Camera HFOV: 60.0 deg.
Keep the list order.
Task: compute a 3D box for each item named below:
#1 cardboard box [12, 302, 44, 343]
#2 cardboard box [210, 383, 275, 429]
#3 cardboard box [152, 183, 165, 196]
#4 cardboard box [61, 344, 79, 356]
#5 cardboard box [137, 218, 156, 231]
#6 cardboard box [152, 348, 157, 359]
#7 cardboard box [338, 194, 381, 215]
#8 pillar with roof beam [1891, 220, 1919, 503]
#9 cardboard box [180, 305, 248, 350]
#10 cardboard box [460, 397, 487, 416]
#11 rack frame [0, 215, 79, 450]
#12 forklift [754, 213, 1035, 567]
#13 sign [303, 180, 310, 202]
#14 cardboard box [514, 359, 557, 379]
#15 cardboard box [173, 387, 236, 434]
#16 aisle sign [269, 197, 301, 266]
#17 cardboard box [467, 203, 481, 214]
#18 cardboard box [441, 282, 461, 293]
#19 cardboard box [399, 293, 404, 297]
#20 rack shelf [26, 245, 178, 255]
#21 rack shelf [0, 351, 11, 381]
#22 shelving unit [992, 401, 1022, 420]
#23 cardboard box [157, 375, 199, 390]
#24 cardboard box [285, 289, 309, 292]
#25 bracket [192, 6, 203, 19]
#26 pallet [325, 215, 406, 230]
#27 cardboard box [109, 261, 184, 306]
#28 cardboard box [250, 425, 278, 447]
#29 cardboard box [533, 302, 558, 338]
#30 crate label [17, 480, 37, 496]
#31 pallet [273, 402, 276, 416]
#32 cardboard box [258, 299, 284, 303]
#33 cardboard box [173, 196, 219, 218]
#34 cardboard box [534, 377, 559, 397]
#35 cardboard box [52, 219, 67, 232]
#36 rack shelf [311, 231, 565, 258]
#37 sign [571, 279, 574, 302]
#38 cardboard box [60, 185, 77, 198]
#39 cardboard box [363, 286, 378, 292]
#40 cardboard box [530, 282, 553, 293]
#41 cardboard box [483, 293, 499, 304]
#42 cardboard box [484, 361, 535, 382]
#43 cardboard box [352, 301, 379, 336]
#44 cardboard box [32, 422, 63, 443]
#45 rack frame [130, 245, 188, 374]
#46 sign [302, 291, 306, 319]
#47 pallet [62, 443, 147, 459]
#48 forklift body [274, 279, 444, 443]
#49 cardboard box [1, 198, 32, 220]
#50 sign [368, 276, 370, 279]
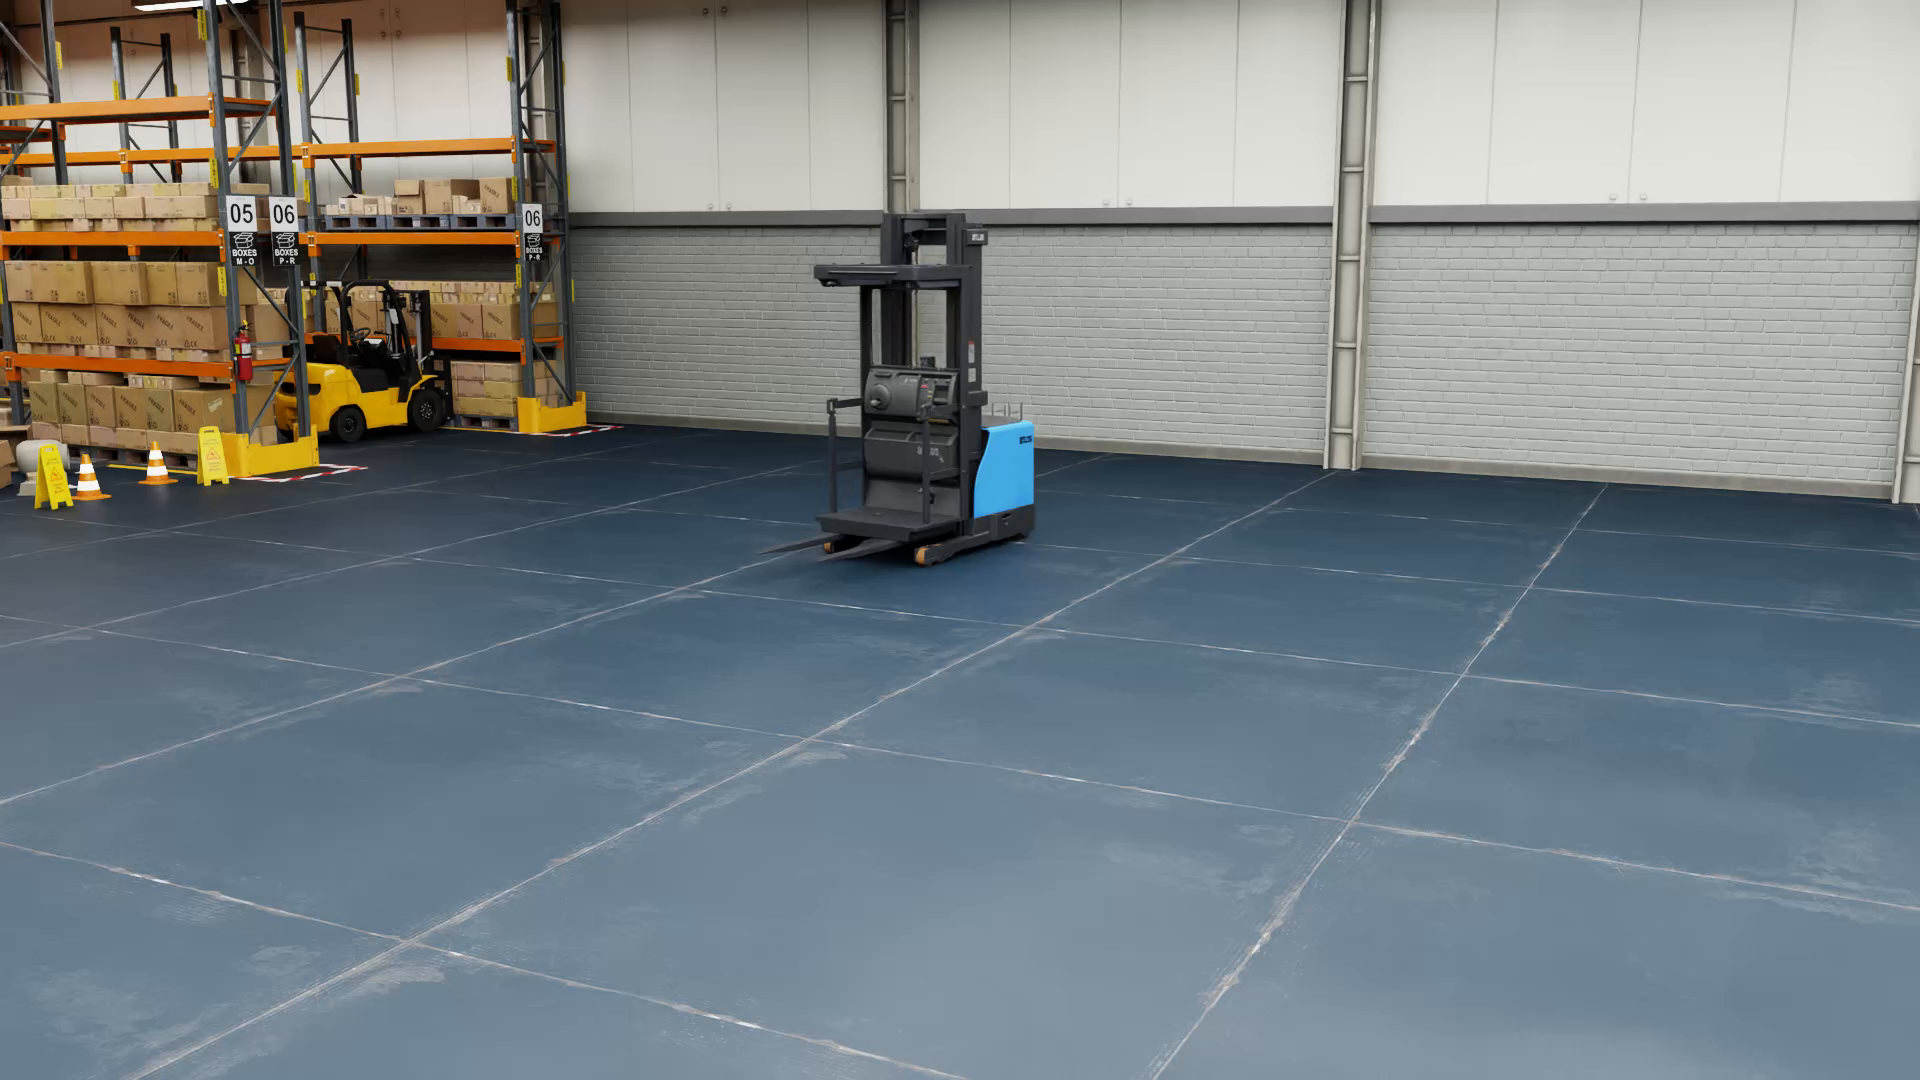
[{"bbox_3d":[-11.437,-2.731,20.783,0.500,0.500,0.500,5,11,26],"label":"cardboard box"},{"bbox_3d":[-8.743,-1.632,20.260,0.500,0.500,0.500,5,11,24],"label":"cardboard box"},{"bbox_3d":[-9.211,-4.096,19.482,0.250,0.149,0.380,5,11,26],"label":"cardboard box"},{"bbox_3d":[-10.860,-2.363,20.567,0.250,0.149,0.380,5,12,28],"label":"cardboard box"},{"bbox_3d":[-9.468,-3.719,19.639,0.250,0.149,0.380,5,11,25],"label":"cardboard box"},{"bbox_3d":[-9.459,-2.255,19.975,0.250,0.149,0.380,5,11,27],"label":"cardboard box"},{"bbox_3d":[-8.877,-4.991,24.755,0.500,0.311,0.500,5,12,27],"label":"cardboard box"},{"bbox_3d":[8.084,-4.138,12.824,0.400,9.000,9.100,5,11,26],"label":"pillar with roof beam"},{"bbox_3d":[-8.729,-2.494,19.472,0.500,0.500,0.500,5,11,25],"label":"cardboard box"},{"bbox_3d":[-6.931,-1.974,24.254,0.500,0.250,0.500,5,11,26],"label":"cardboard box"},{"bbox_3d":[-11.708,-2.615,21.256,0.127,3.000,1.000,5,11,26],"label":"rack frame"},{"bbox_3d":[-0.545,-1.313,14.257,1.130,2.935,3.031,7,12,33],"label":"forklift"},{"bbox_3d":[-9.746,-5.206,24.813,0.005,0.325,0.100,5,11,26],"label":"sign"},{"bbox_3d":[-6.275,-2.506,24.391,0.500,0.250,0.500,5,11,25],"label":"cardboard box"},{"bbox_3d":[-8.955,-1.544,19.774,0.500,0.500,0.500,5,11,26],"label":"cardboard box"},{"bbox_3d":[-7.928,-3.624,19.529,0.004,0.787,0.394,5,11,26],"label":"aisle sign"},{"bbox_3d":[-6.805,-4.718,23.698,0.250,0.149,0.380,5,11,24],"label":"cardboard box"},{"bbox_3d":[-7.297,-3.667,24.132,0.250,0.149,0.380,5,12,27],"label":"cardboard box"},{"bbox_3d":[-8.210,-3.604,24.617,0.250,0.149,0.380,5,11,24],"label":"cardboard box"},{"bbox_3d":[-14.896,-5.003,28.047,4.000,0.370,1.077,5,11,26],"label":"rack shelf"},{"bbox_3d":[-13.502,-2.419,22.191,4.000,0.370,1.077,5,11,26],"label":"rack shelf"},{"bbox_3d":[0.443,-0.699,15.724,0.189,1.200,0.258,6,12,32],"label":"shelving unit"},{"bbox_3d":[-9.314,-1.881,19.816,0.250,0.149,0.380,5,12,27],"label":"cardboard box"},{"bbox_3d":[-10.159,-3.785,25.620,0.250,0.149,0.380,5,11,25],"label":"cardboard box"},{"bbox_3d":[-12.063,-8.464,26.620,0.430,0.232,0.235,5,11,26],"label":"bracket"},{"bbox_3d":[-8.739,-4.777,25.030,1.213,0.211,1.003,5,11,26],"label":"pallet"},{"bbox_3d":[-9.629,-3.058,19.778,0.500,0.500,0.700,5,11,25],"label":"cardboard box"},{"bbox_3d":[-8.722,-1.261,20.317,0.500,0.250,0.500,5,11,25],"label":"cardboard box"},{"bbox_3d":[-6.249,-3.225,24.348,0.500,0.500,0.500,5,12,28],"label":"cardboard box"},{"bbox_3d":[-9.996,-0.567,17.978,0.298,0.136,0.250,-1,10,-4],"label":"crate label"},{"bbox_3d":[-10.193,-2.088,26.172,1.213,0.211,1.003,5,11,26],"label":"pallet"},{"bbox_3d":[-10.533,-3.617,25.812,0.500,0.250,0.500,5,11,24],"label":"cardboard box"},{"bbox_3d":[-8.699,-3.846,19.219,0.500,0.250,0.500,5,11,25],"label":"cardboard box"},{"bbox_3d":[-6.258,-2.263,24.447,0.500,0.250,0.500,5,12,27],"label":"cardboard box"},{"bbox_3d":[-10.849,-3.846,20.341,0.250,0.149,0.380,5,12,28],"label":"cardboard box"},{"bbox_3d":[-7.721,-4.372,24.564,4.000,0.370,1.077,5,11,26],"label":"rack shelf"},{"bbox_3d":[-5.677,-3.646,24.299,0.005,0.325,0.100,5,11,26],"label":"sign"},{"bbox_3d":[-10.622,-4.208,20.103,0.250,0.149,0.380,5,11,24],"label":"cardboard box"},{"bbox_3d":[-8.668,-3.789,24.804,0.250,0.149,0.380,5,12,27],"label":"cardboard box"},{"bbox_3d":[-6.135,-3.668,24.138,0.250,0.149,0.380,5,11,25],"label":"cardboard box"},{"bbox_3d":[-6.605,-3.459,23.818,0.250,0.149,0.380,5,12,27],"label":"cardboard box"},{"bbox_3d":[-6.479,-2.425,23.940,0.500,0.250,0.500,5,12,28],"label":"cardboard box"},{"bbox_3d":[-8.758,-3.342,24.993,0.500,0.500,0.500,5,12,27],"label":"cardboard box"},{"bbox_3d":[-11.298,-1.379,20.968,0.500,0.250,0.500,4,11,23],"label":"cardboard box"},{"bbox_3d":[-13.102,-3.723,27.379,0.127,3.000,1.000,5,11,26],"label":"rack frame"},{"bbox_3d":[-7.881,-2.812,19.916,0.005,0.325,0.100,5,11,26],"label":"sign"},{"bbox_3d":[-11.090,-1.195,21.243,1.213,0.211,1.003,5,11,26],"label":"pallet"},{"bbox_3d":[-8.436,-2.533,23.187,1.214,2.155,2.313,5,11,26],"label":"forklift body"},{"bbox_3d":[-11.435,-4.085,20.542,0.500,0.250,0.500,5,11,25],"label":"cardboard box"},{"bbox_3d":[-9.271,-3.962,26.044,0.005,0.325,0.100,5,11,26],"label":"sign"}]
